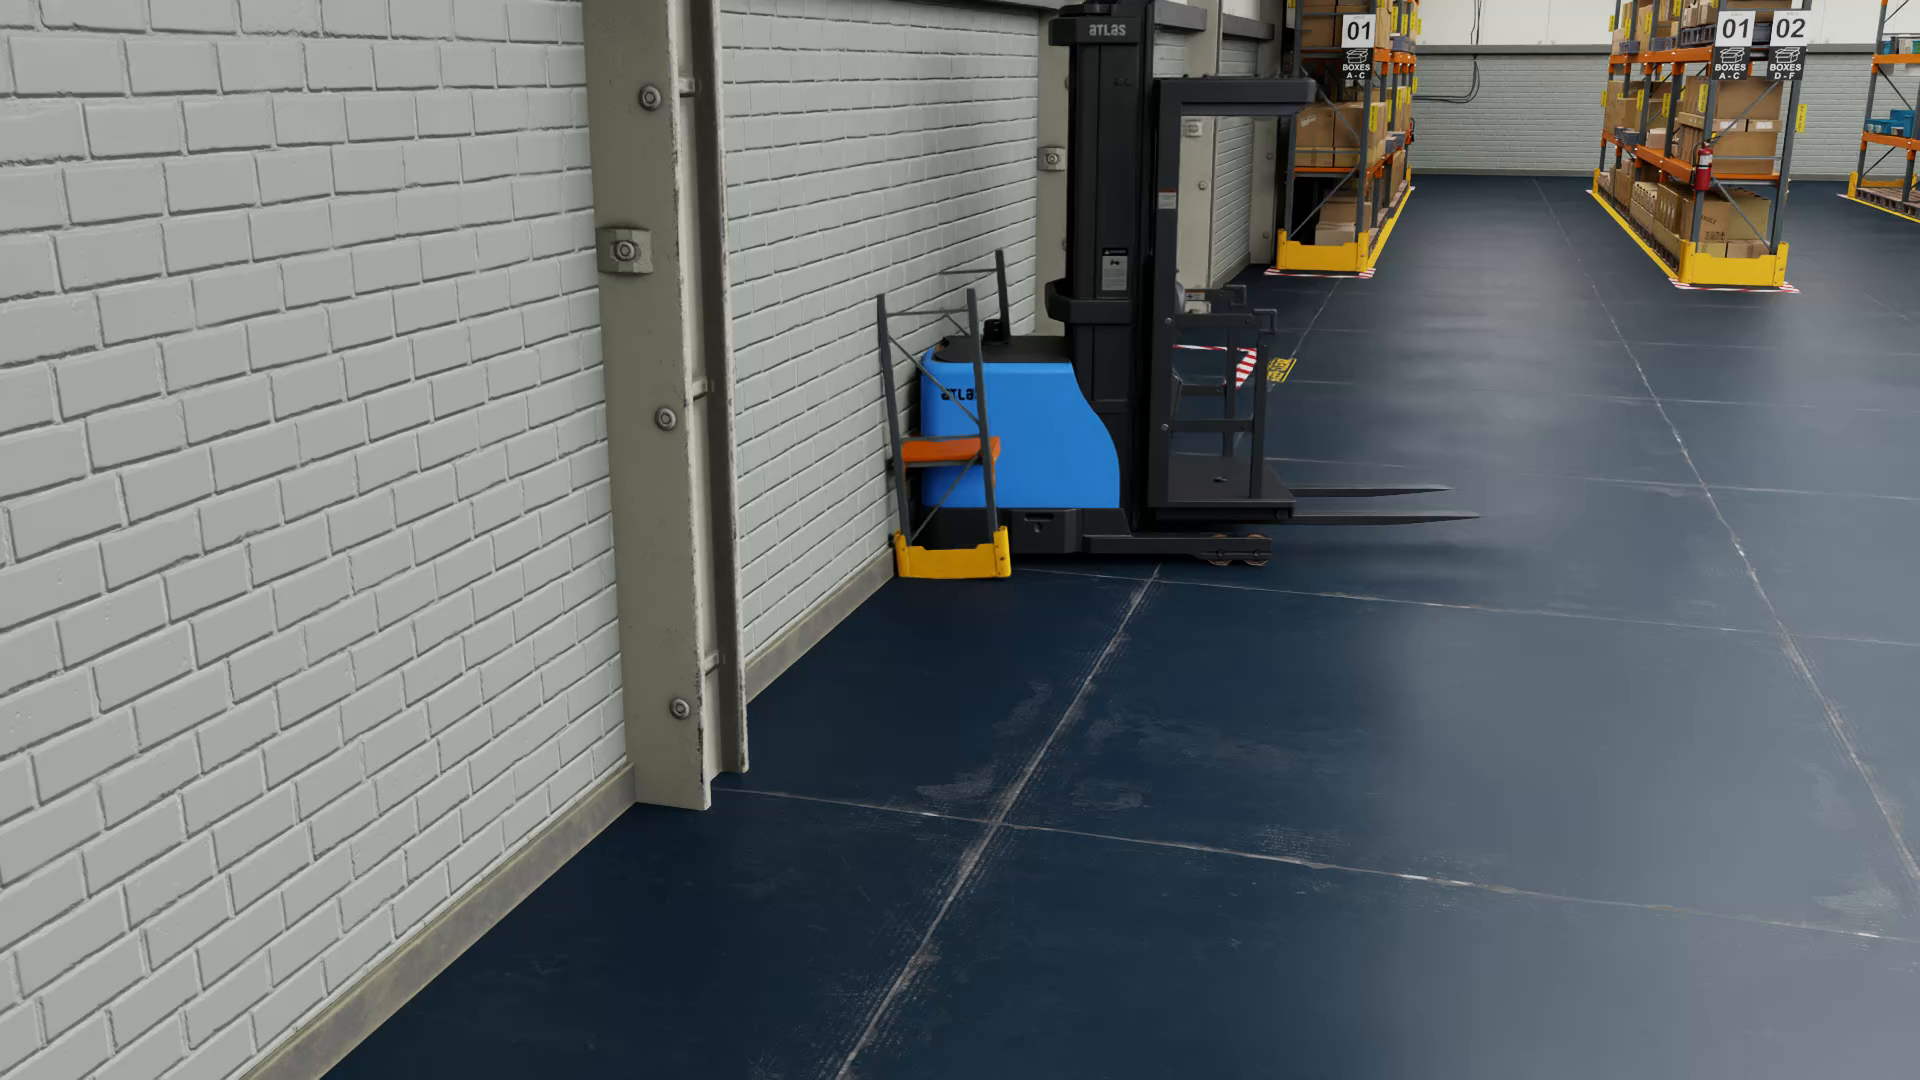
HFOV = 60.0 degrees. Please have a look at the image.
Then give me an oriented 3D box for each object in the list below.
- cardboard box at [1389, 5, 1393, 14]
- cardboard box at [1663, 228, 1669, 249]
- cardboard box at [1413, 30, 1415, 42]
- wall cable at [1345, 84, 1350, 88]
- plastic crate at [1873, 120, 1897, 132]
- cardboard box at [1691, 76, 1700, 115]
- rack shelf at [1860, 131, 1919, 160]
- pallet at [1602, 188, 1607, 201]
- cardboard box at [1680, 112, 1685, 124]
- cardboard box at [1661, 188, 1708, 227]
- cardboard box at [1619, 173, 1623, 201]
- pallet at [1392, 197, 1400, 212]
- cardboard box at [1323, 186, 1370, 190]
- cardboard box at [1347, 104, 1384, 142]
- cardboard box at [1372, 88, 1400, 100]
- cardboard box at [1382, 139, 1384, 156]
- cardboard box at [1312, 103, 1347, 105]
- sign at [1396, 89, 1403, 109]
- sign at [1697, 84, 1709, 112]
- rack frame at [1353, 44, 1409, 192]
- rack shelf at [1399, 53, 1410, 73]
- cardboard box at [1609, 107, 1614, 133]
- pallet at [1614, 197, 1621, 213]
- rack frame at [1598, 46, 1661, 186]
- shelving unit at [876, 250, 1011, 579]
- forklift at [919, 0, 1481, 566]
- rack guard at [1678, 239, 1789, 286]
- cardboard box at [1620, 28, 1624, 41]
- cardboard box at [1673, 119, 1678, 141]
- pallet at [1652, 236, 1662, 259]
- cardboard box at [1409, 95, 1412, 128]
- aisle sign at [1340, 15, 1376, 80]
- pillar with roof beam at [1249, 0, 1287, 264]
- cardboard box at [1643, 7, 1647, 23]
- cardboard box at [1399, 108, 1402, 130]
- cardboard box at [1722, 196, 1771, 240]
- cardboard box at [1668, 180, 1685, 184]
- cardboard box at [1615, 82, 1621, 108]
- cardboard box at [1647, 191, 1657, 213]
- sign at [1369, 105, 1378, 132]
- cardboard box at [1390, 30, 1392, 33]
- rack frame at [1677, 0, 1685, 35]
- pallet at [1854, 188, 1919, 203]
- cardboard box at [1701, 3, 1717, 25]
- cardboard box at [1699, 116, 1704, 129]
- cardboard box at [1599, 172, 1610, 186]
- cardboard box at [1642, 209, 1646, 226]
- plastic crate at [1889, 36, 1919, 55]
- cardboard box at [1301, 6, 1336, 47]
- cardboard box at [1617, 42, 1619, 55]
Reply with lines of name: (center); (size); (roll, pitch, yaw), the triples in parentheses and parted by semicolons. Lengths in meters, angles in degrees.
cardboard box: (5.999, -7.877, 24.055); (0.500, 0.500, 0.500); (3, 16, 11)
cardboard box: (9.779, -4.054, 22.393); (0.500, 0.250, 0.500); (5, 16, 16)
cardboard box: (9.048, -10.323, 34.052); (0.500, 0.250, 0.500); (4, 16, 14)
wall cable: (8.749, -10.084, 37.523); (0.084, 1.984, 1.851); (5, 16, 16)
plastic crate: (18.218, -8.156, 32.783); (0.416, 0.233, 0.300); (5, 16, 16)
cardboard box: (10.227, -5.957, 22.273); (0.700, 0.500, 0.500); (5, 16, 16)
rack shelf: (18.222, -7.549, 31.767); (1.077, 0.370, 4.000); (5, 16, 16)
pallet: (13.447, -6.916, 33.324); (1.003, 0.211, 1.213); (5, 16, 16)
cardboard box: (10.299, -5.904, 23.274); (0.380, 0.149, 0.250); (5, 17, 17)
cardboard box: (9.916, -4.546, 22.754); (0.500, 0.500, 0.500); (5, 16, 16)
cardboard box: (12.245, -6.388, 30.129); (0.500, 0.500, 0.500); (5, 17, 17)
pallet: (7.663, -6.271, 31.052); (1.003, 0.211, 1.213); (5, 16, 16)
cardboard box: (6.174, -5.390, 26.608); (0.700, 0.500, 0.500); (4, 16, 15)
cardboard box: (5.607, -5.800, 23.145); (0.500, 0.500, 0.500); (5, 17, 18)
cardboard box: (7.403, -7.762, 29.059); (0.500, 0.250, 0.500); (5, 17, 17)
cardboard box: (5.888, -5.708, 24.194); (0.500, 0.250, 0.500); (5, 17, 16)
cardboard box: (5.250, -5.974, 23.758); (0.500, 0.500, 0.500); (5, 17, 17)
sign: (7.541, -7.573, 28.556); (0.100, 0.325, 0.005); (5, 16, 16)
sign: (8.979, -5.335, 20.084); (0.100, 0.325, 0.005); (5, 16, 16)
rack frame: (8.155, -8.141, 32.533); (1.000, 3.000, 0.127); (5, 16, 16)
rack shelf: (7.587, -8.714, 30.377); (1.077, 0.370, 4.000); (5, 16, 16)
cardboard box: (13.233, -8.359, 33.120); (0.500, 0.500, 0.500); (5, 17, 17)
pallet: (12.711, -6.200, 30.802); (1.003, 0.211, 1.213); (5, 16, 16)
rack frame: (14.042, -8.804, 34.871); (1.000, 3.000, 0.127); (5, 16, 16)
shelving unit: (-0.020, -0.689, 8.858); (0.587, 1.500, 1.083); (-2, 20, 10)
forklift: (1.298, -1.418, 8.957); (3.031, 2.935, 1.130); (0, 16, 0)
rack guard: (9.489, -3.409, 20.432); (1.175, 0.500, 0.348); (5, 16, 16)
cardboard box: (13.073, -9.778, 32.168); (0.500, 0.250, 0.500); (5, 16, 16)
cardboard box: (11.158, -6.181, 25.441); (0.500, 0.500, 0.500); (5, 16, 16)
pallet: (10.366, -4.118, 23.461); (1.003, 0.211, 1.213); (5, 16, 16)
cardboard box: (9.157, -9.197, 35.708); (0.980, 0.700, 0.700); (5, 17, 18)
aisle sign: (5.012, -6.210, 20.961); (0.394, 0.787, 0.004); (5, 16, 16)
pillar with roof beam: (8.242, -7.804, 20.351); (9.100, 9.000, 0.400); (5, 16, 16)
cardboard box: (12.524, -9.196, 29.621); (0.600, 0.600, 0.600); (4, 16, 15)
cardboard box: (7.842, -7.805, 30.585); (0.500, 0.500, 0.500); (5, 17, 17)
cardboard box: (10.001, -4.112, 21.224); (0.500, 0.500, 0.500); (5, 16, 16)
cardboard box: (12.172, -5.817, 28.115); (0.500, 0.500, 0.500); (5, 17, 18)
cardboard box: (12.944, -8.573, 32.042); (0.500, 0.500, 0.500); (4, 16, 15)
cardboard box: (10.614, -5.078, 24.978); (0.500, 0.311, 0.500); (5, 17, 17)
sign: (5.265, -5.375, 21.198); (0.100, 0.325, 0.005); (5, 16, 16)
cardboard box: (7.371, -9.215, 29.833); (0.700, 0.500, 0.500); (6, 17, 19)
rack frame: (10.632, -8.550, 22.984); (1.000, 3.000, 0.127); (5, 16, 16)
pallet: (18.519, -6.864, 33.144); (1.003, 0.211, 1.213); (5, 16, 16)
cardboard box: (9.570, -6.580, 20.782); (0.500, 0.250, 0.500); (5, 16, 16)
cardboard box: (9.715, -5.363, 21.367); (0.380, 0.149, 0.250); (5, 17, 18)
cardboard box: (13.474, -7.442, 34.301); (0.500, 0.250, 0.500); (5, 16, 16)
cardboard box: (10.763, -4.941, 25.520); (0.500, 0.250, 0.500); (5, 17, 17)
plastic crate: (18.093, -9.454, 31.779); (0.504, 0.338, 0.767); (5, 16, 16)
cardboard box: (4.621, -6.631, 21.492); (0.500, 0.500, 0.500); (6, 17, 20)
cardboard box: (13.222, -9.668, 32.696); (0.500, 0.250, 0.500); (5, 16, 16)
